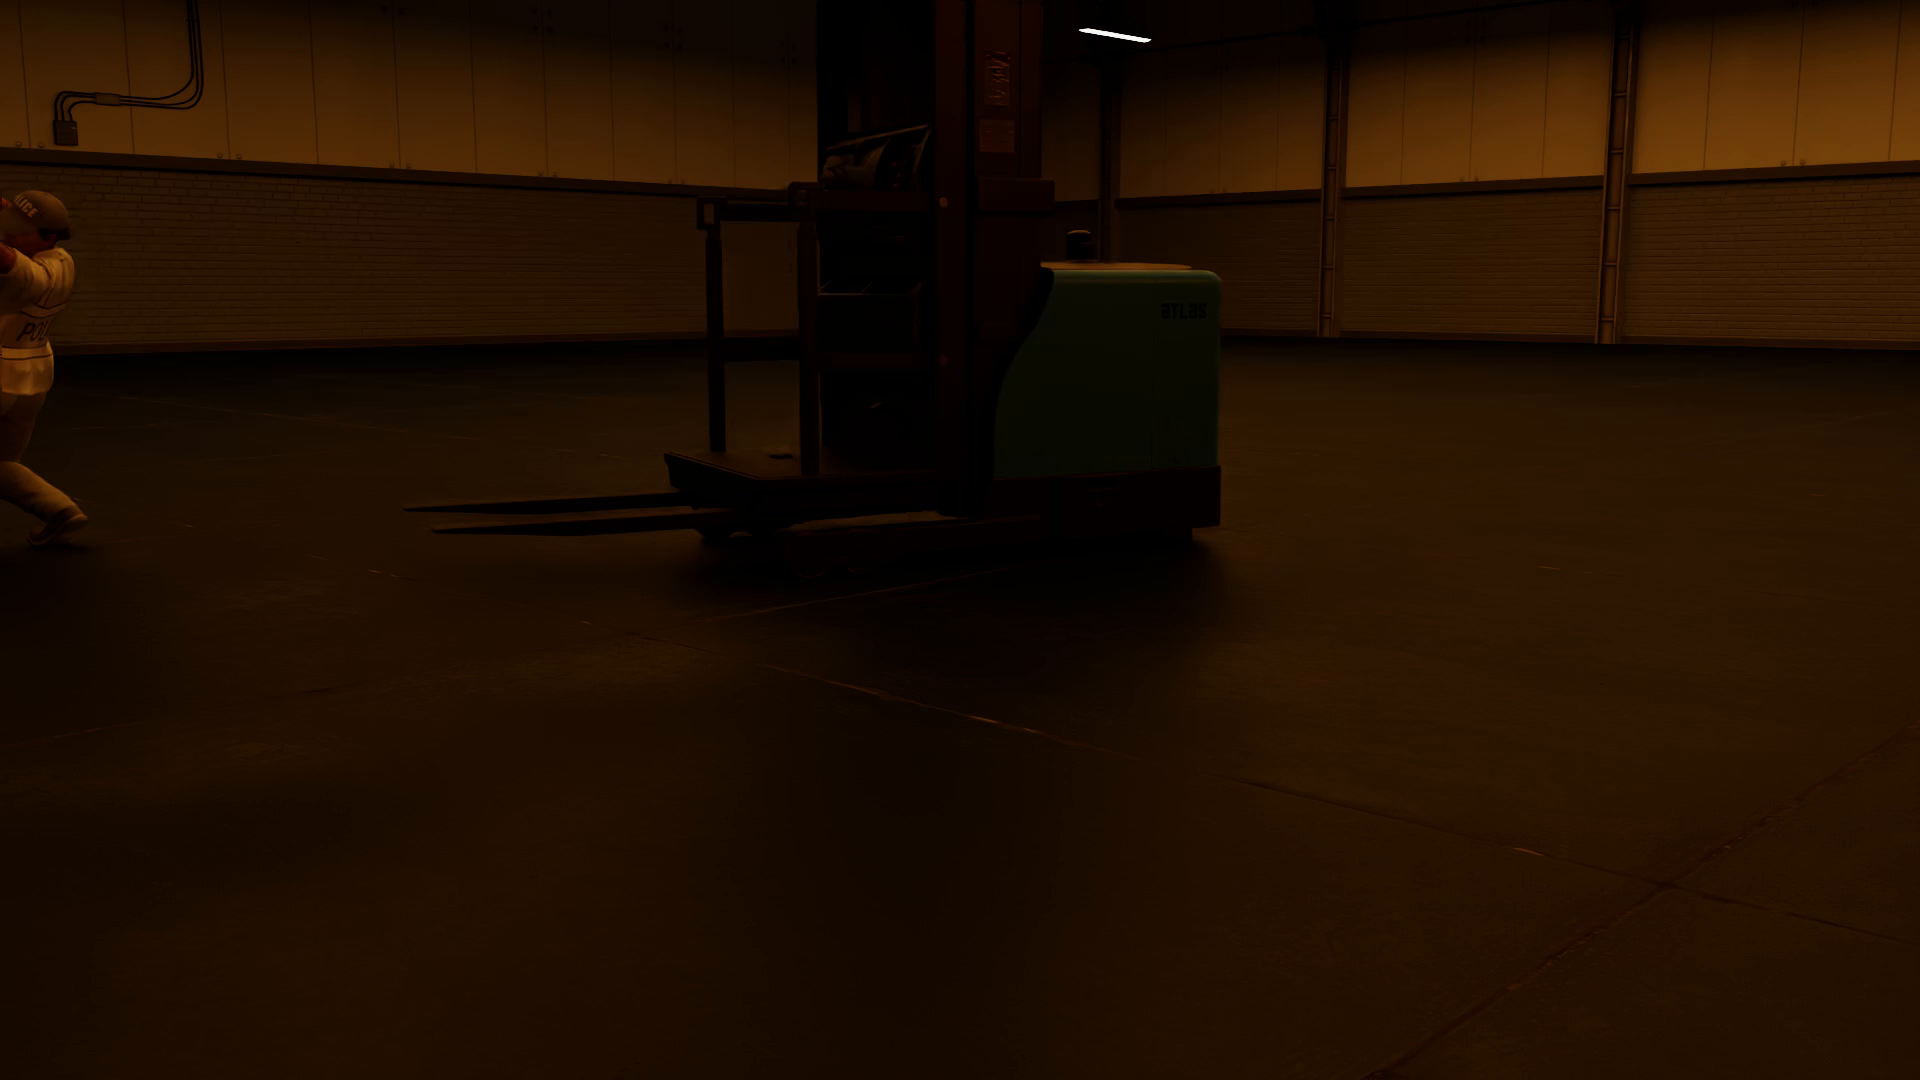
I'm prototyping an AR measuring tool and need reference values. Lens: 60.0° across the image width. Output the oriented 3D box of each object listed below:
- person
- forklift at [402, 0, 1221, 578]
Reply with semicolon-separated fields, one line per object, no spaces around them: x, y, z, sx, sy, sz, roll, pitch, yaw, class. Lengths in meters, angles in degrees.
-3.772;-0.680;6.179;0.782;1.569;1.026;0;9;1;person
-0.512;-1.404;6.196;3.031;2.935;1.130;-4;10;-27;forklift
